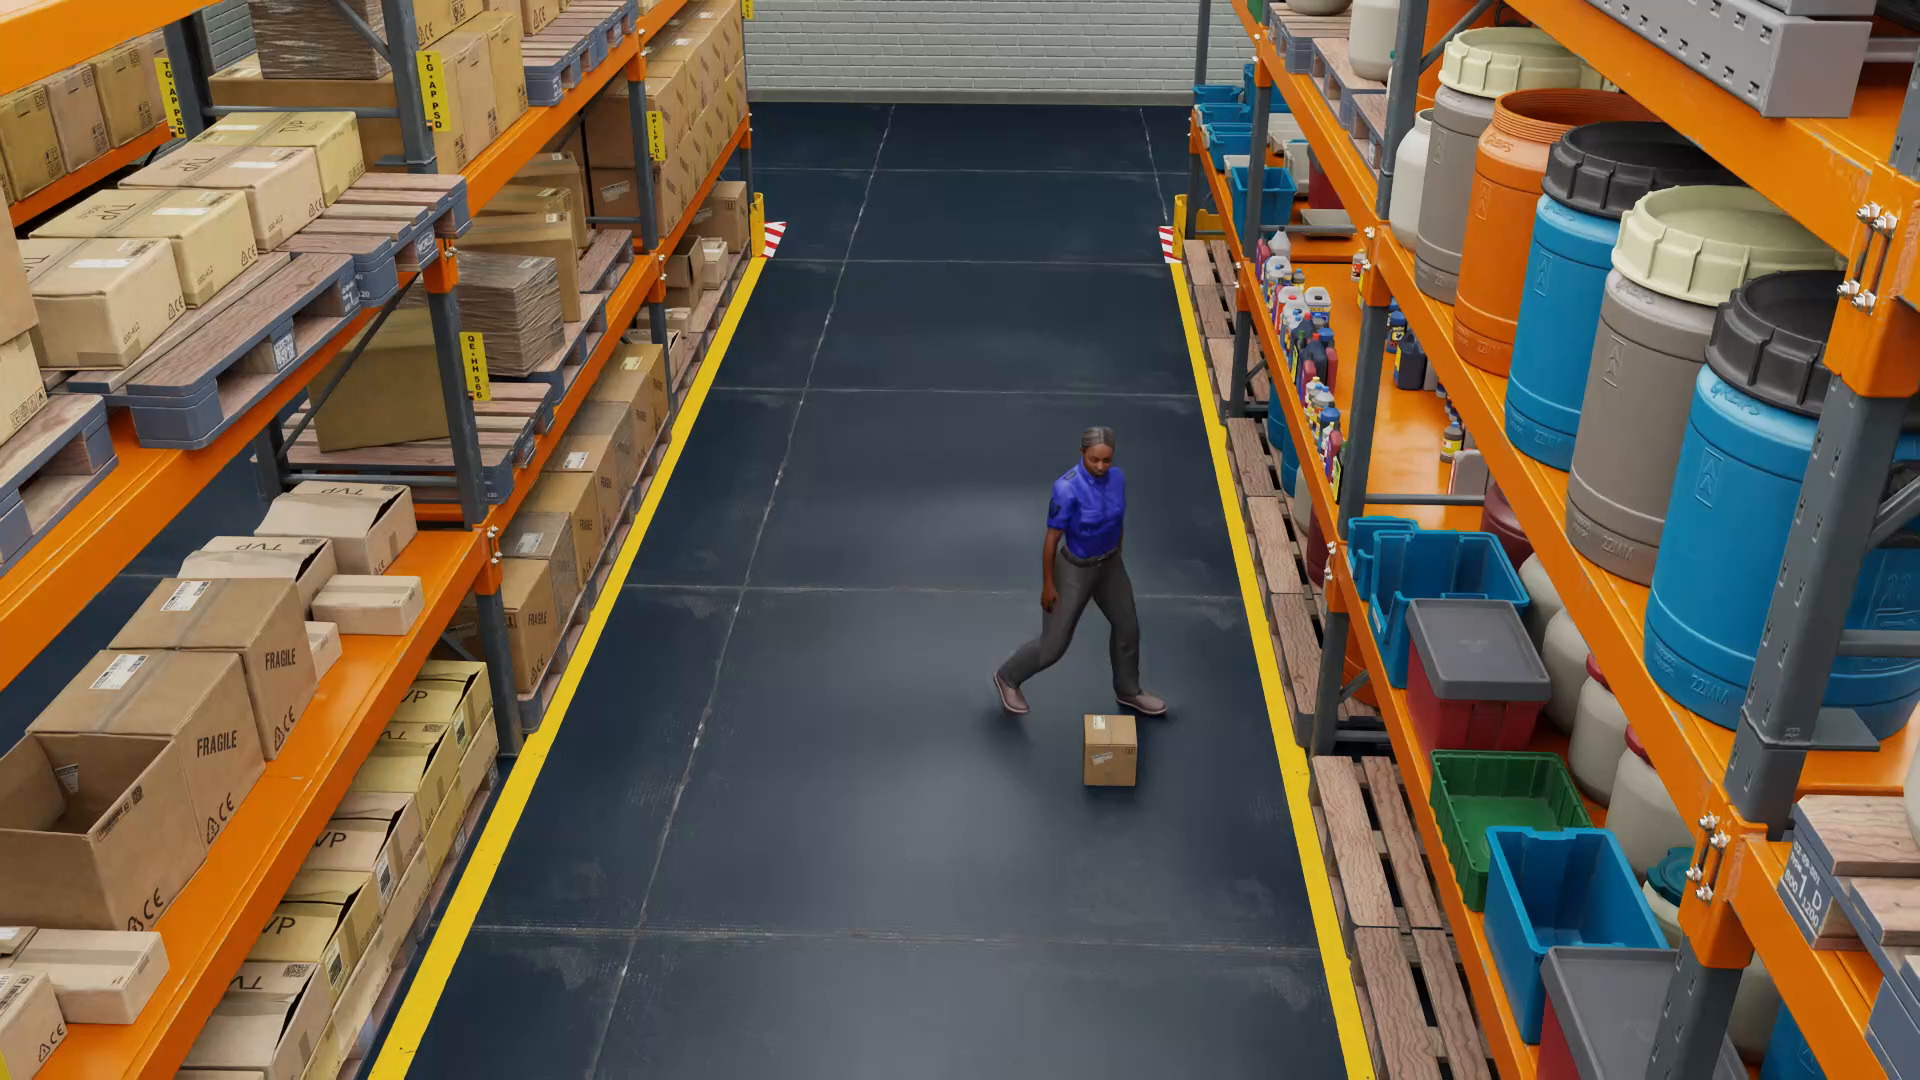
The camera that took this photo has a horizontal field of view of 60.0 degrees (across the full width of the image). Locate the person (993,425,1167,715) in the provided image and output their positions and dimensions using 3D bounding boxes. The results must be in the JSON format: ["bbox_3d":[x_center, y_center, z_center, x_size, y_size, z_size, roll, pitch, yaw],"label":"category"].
[{"bbox_3d":[0.615,0.162,8.324,0.707,1.630,0.684,-20,34,-33],"label":"person"}]
